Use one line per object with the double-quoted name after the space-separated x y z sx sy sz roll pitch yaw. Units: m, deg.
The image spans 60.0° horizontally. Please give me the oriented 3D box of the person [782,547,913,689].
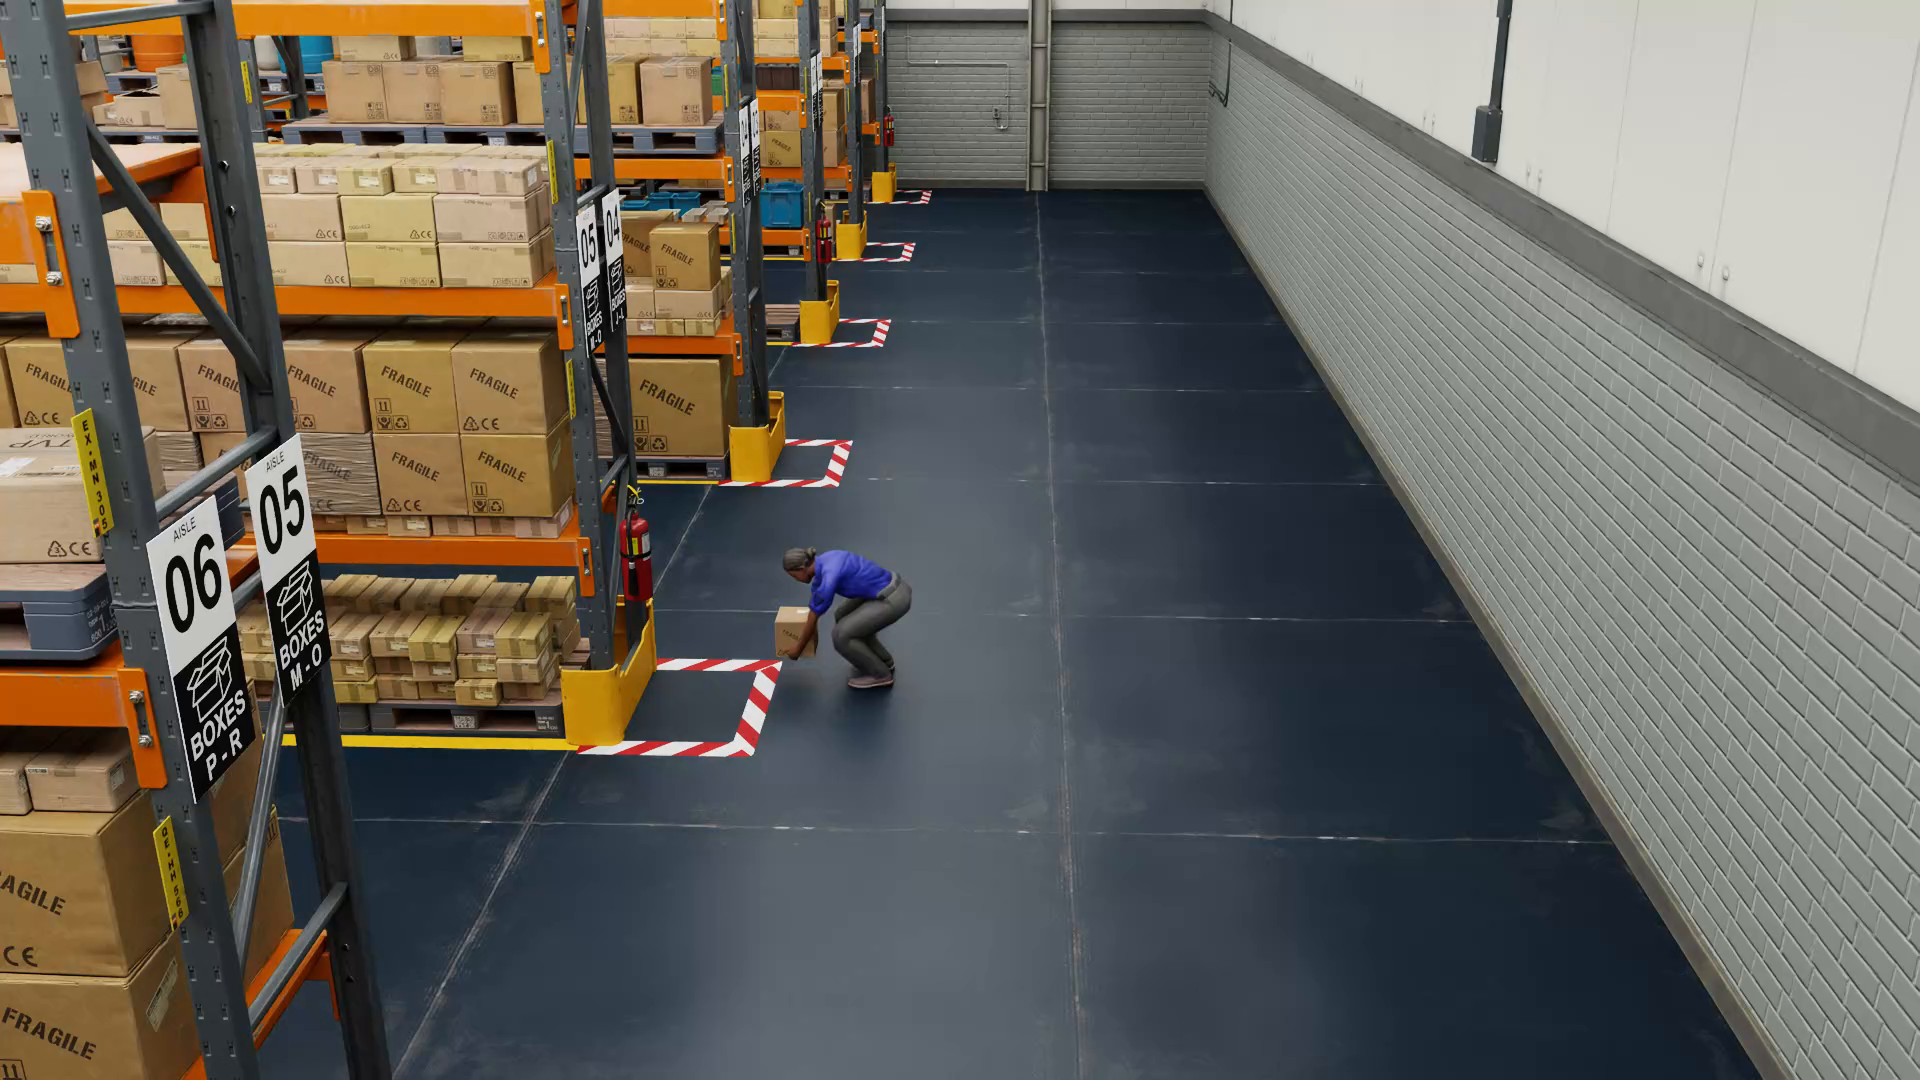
-0.736 0.483 10.854 0.855 0.931 0.468 0 21 0 "person"
